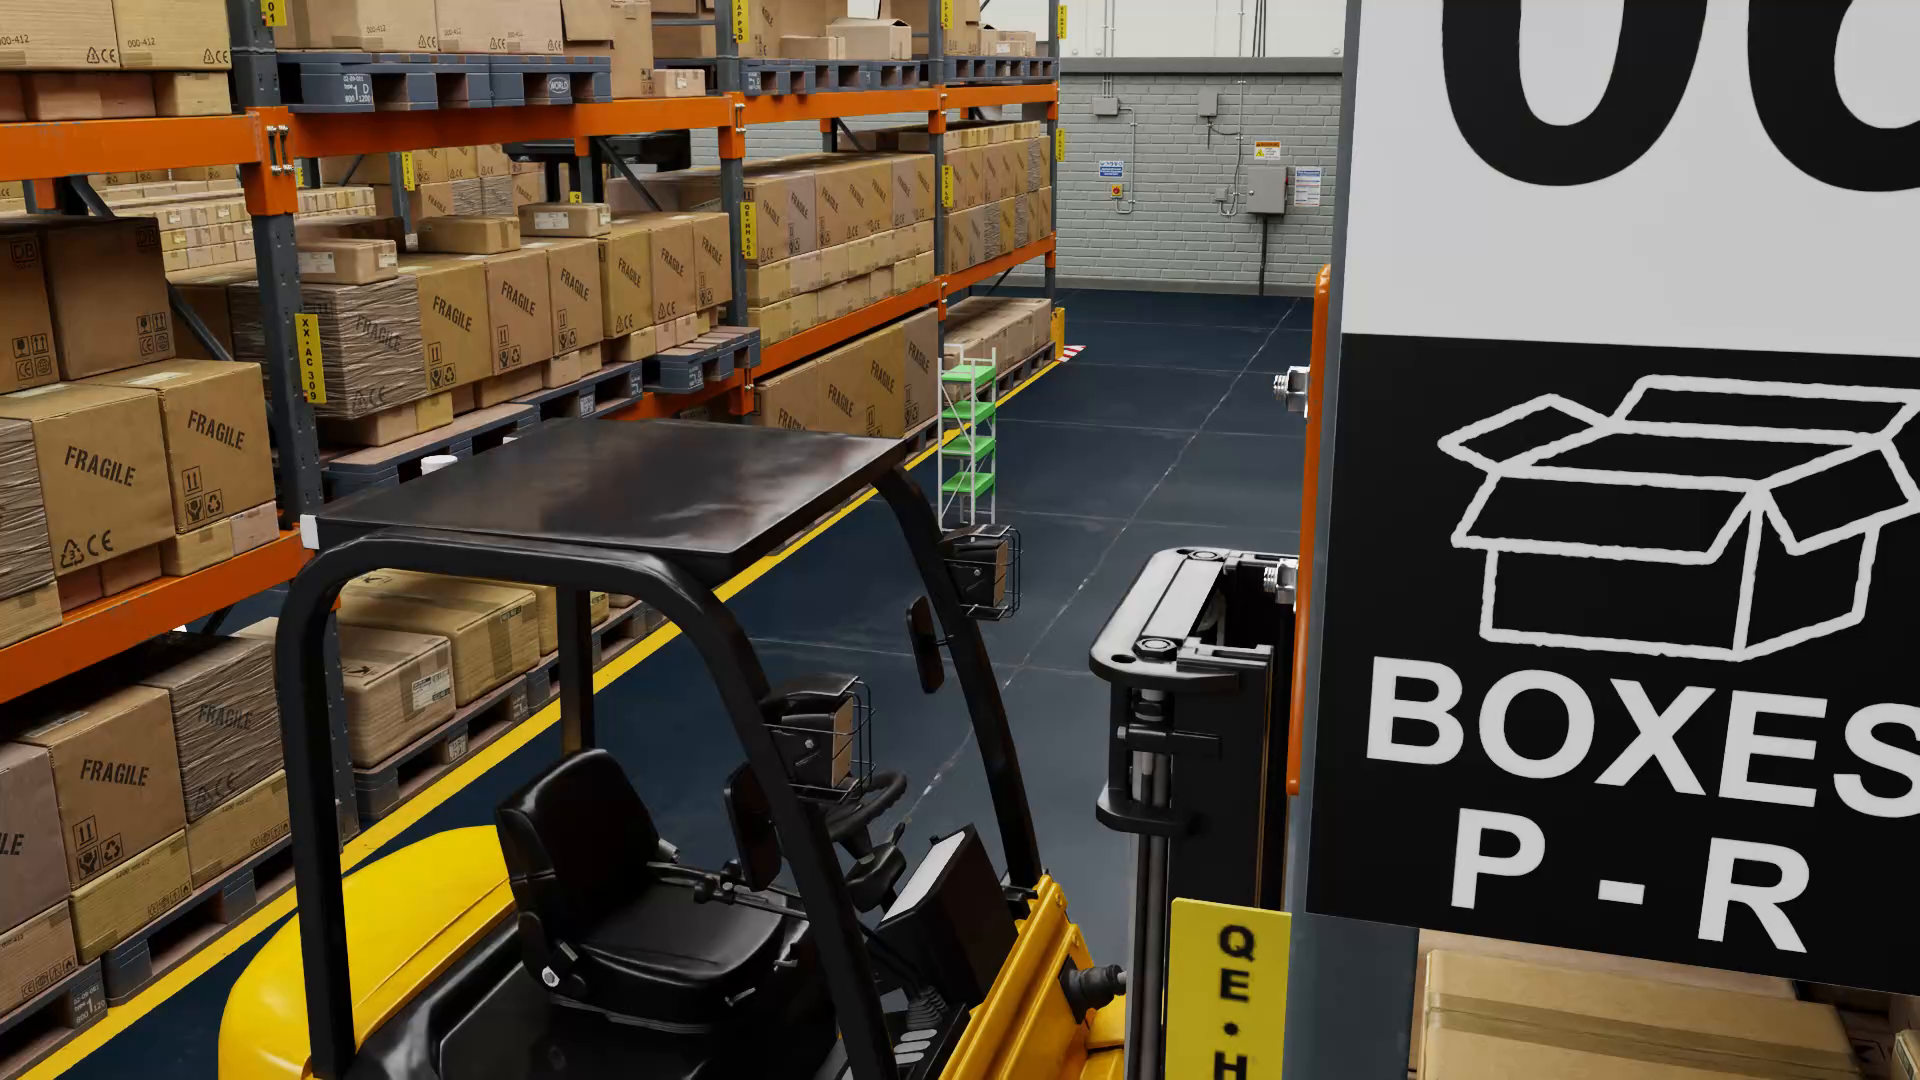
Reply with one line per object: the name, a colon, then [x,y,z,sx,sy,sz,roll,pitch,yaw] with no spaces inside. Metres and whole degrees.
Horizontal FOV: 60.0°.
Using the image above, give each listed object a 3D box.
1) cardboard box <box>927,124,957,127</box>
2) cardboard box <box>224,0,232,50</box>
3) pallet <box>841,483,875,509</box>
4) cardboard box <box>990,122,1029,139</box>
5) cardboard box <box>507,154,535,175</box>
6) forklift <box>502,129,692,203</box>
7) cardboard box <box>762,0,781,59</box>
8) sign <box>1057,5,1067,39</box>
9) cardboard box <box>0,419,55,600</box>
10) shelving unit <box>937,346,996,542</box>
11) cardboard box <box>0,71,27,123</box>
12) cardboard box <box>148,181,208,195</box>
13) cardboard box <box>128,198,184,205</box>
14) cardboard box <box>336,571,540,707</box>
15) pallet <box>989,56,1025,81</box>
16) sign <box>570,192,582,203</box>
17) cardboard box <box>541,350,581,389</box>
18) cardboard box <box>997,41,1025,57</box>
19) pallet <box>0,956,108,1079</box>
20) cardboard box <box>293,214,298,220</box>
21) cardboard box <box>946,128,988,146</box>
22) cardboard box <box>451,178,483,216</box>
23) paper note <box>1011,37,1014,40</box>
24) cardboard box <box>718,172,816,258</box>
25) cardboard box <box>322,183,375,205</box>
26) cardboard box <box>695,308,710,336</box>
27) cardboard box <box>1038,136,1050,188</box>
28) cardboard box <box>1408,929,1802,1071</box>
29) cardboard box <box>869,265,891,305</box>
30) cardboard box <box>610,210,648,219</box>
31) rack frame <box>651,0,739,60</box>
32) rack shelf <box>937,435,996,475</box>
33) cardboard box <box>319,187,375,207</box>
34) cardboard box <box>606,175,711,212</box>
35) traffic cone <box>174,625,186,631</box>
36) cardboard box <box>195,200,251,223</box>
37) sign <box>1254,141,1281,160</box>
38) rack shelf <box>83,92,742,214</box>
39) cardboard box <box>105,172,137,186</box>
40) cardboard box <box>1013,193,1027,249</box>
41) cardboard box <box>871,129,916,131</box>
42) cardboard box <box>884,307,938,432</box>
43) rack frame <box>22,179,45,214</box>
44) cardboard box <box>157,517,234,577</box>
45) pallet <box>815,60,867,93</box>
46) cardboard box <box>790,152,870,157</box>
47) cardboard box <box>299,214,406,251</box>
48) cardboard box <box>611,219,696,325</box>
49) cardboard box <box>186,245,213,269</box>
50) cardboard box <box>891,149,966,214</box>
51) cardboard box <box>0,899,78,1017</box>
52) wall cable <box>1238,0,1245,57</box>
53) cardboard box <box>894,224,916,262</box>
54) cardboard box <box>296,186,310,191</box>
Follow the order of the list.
cardboard box: [-0.240,-3.857,15.728,0.380,0.149,0.250,5,17,16]
cardboard box: [-2.874,-2.023,6.474,0.500,0.250,0.500,4,16,15]
pallet: [-1.119,-0.510,12.240,1.003,0.211,1.213,5,16,16]
cardboard box: [0.446,-3.953,16.063,0.380,0.149,0.250,5,17,17]
cardboard box: [-4.587,-3.909,16.552,0.500,0.500,0.500,4,16,14]
forklift: [-2.586,-1.908,12.187,1.130,2.935,3.031,4,16,12]
cardboard box: [-1.541,-3.510,11.256,0.500,0.500,0.500,5,17,16]
sign: [1.025,-5.211,16.730,0.100,0.325,0.005,5,16,16]
cardboard box: [-3.072,-0.071,4.853,0.500,0.500,0.500,5,17,17]
shelving unit: [0.047,-0.621,10.818,0.258,1.200,0.503,5,16,16]
cardboard box: [-3.021,-1.312,4.920,0.380,0.149,0.250,4,16,14]
cardboard box: [-9.020,-3.985,19.113,0.500,0.250,0.500,4,16,15]
cardboard box: [-6.395,-2.628,13.197,0.380,0.149,0.250,5,17,18]
cardboard box: [-2.553,0.450,7.792,0.950,0.372,0.625,6,17,19]
pallet: [-0.036,-4.311,15.197,1.003,0.211,1.213,5,16,16]
sign: [-2.297,-1.932,10.022,0.100,0.325,0.005,5,16,16]
cardboard box: [-2.044,-0.826,7.937,0.380,0.149,0.250,5,17,18]
cardboard box: [0.425,-4.758,16.116,0.380,0.149,0.250,3,16,12]
pallet: [-3.403,1.554,4.964,1.003,0.211,1.213,5,16,16]
cardboard box: [-5.622,-2.568,13.532,0.380,0.149,0.250,4,16,13]
cardboard box: [0.033,-3.549,14.640,0.380,0.149,0.250,4,16,14]
cardboard box: [-4.886,-3.168,15.773,0.500,0.500,0.500,5,16,16]
paper note: [0.470,-4.478,14.847,0.006,0.032,0.123,5,16,16]
cardboard box: [-1.258,-2.103,10.730,0.500,0.500,0.500,5,16,16]
cardboard box: [-5.536,-3.076,15.450,0.500,0.500,0.500,5,16,16]
cardboard box: [-1.639,-1.234,9.375,0.380,0.149,0.250,5,17,17]
cardboard box: [0.600,-3.810,16.751,0.500,0.500,0.500,5,17,18]
cardboard box: [0.662,0.464,1.780,0.380,0.149,0.250,5,16,16]
cardboard box: [-0.821,-1.907,12.329,0.500,0.250,0.500,4,16,14]
cardboard box: [-2.114,-1.626,9.568,0.500,0.500,0.500,4,16,14]
rack frame: [-1.764,-4.219,9.213,1.000,3.000,0.127,5,16,16]
rack shelf: [0.047,-0.559,10.836,0.258,0.148,0.480,5,16,16]
cardboard box: [-5.329,-2.984,14.453,0.380,0.149,0.250,5,17,18]
cardboard box: [-1.868,-2.018,10.430,0.500,0.500,0.500,4,16,14]
traffic cone: [-3.891,0.501,8.215,0.336,0.463,0.334,5,16,16]
cardboard box: [-5.775,-2.573,13.003,0.380,0.149,0.250,4,16,15]
sign: [4.068,-5.158,22.003,0.339,0.242,0.001,5,16,16]
rack shelf: [-2.333,-1.907,7.876,1.077,0.370,4.000,5,16,16]
cardboard box: [-9.671,-4.255,18.688,0.500,0.500,0.500,4,16,14]
cardboard box: [0.332,-3.062,15.944,0.500,0.500,0.500,5,17,17]
cardboard box: [-0.586,-3.451,14.294,0.380,0.149,0.250,5,16,16]
cardboard box: [-0.727,-1.391,13.360,0.875,0.875,0.875,5,17,18]
rack frame: [-6.539,-1.690,11.292,1.000,3.000,0.127,5,16,16]
cardboard box: [-2.764,0.008,5.764,0.380,0.149,0.250,5,17,17]
pallet: [-1.317,-3.150,11.289,1.003,0.211,1.213,5,17,18]
cardboard box: [-1.028,-2.816,13.244,0.500,0.500,0.500,5,17,17]
cardboard box: [-2.748,-1.385,7.528,0.380,0.149,0.250,4,16,13]
cardboard box: [-1.763,-1.450,8.945,0.500,0.500,0.500,4,16,15]
cardboard box: [-5.917,-2.154,12.618,0.380,0.149,0.250,5,17,18]
cardboard box: [-0.260,-3.014,13.944,0.500,0.500,0.500,5,17,16]
cardboard box: [-3.102,1.283,5.079,0.500,0.250,0.500,5,17,17]
wall cable: [2.576,-7.763,21.708,2.355,3.000,0.029,5,16,16]
cardboard box: [-0.655,-2.282,12.737,0.500,0.250,0.500,5,17,17]
cardboard box: [-5.955,-3.037,14.639,0.380,0.149,0.250,6,17,19]
